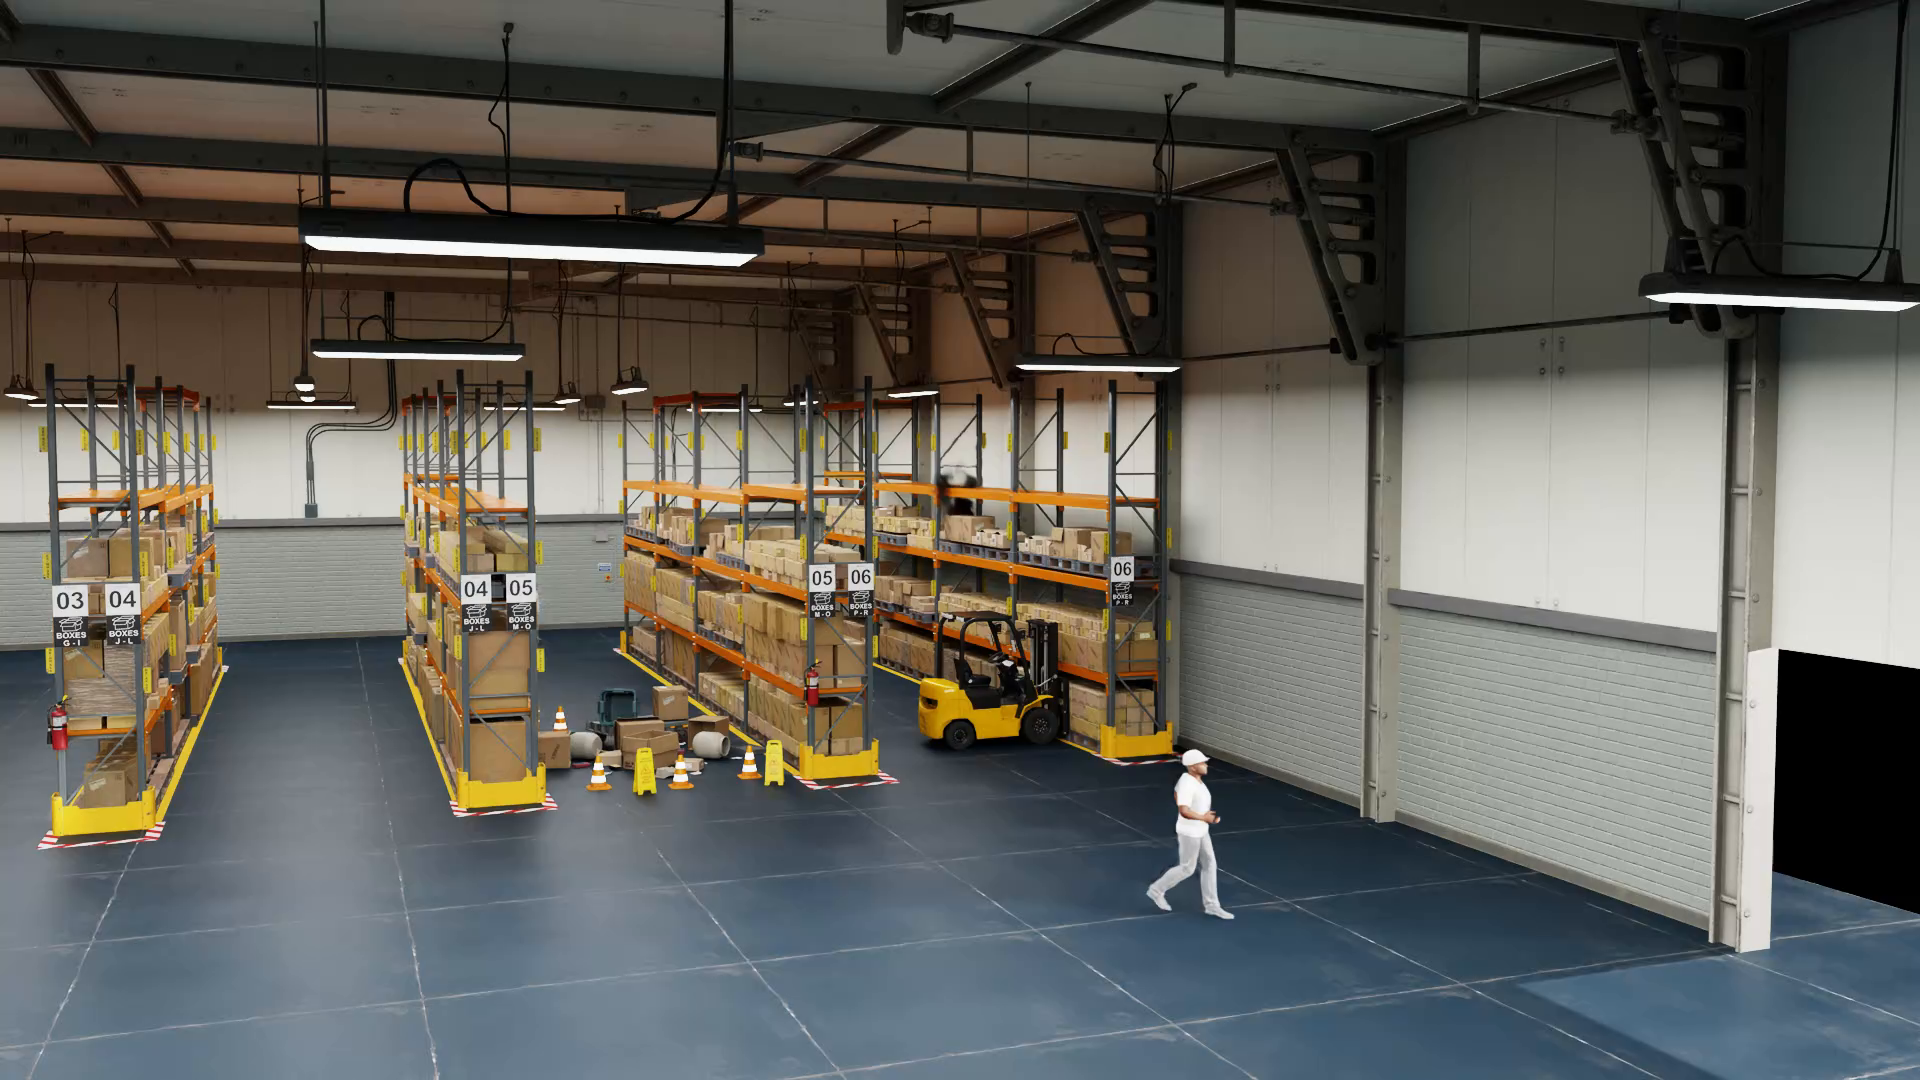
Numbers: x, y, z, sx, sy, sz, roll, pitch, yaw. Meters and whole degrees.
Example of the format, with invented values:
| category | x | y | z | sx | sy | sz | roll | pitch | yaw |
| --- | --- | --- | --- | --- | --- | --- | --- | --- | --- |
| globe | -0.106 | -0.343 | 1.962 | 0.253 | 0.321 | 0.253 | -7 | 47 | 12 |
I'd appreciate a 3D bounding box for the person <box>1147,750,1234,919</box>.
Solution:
| category | x | y | z | sx | sy | sz | roll | pitch | yaw |
| --- | --- | --- | --- | --- | --- | --- | --- | --- | --- |
| person | 2.427 | 3.091 | 17.507 | 0.913 | 1.775 | 0.693 | 1 | 4 | 22 |
